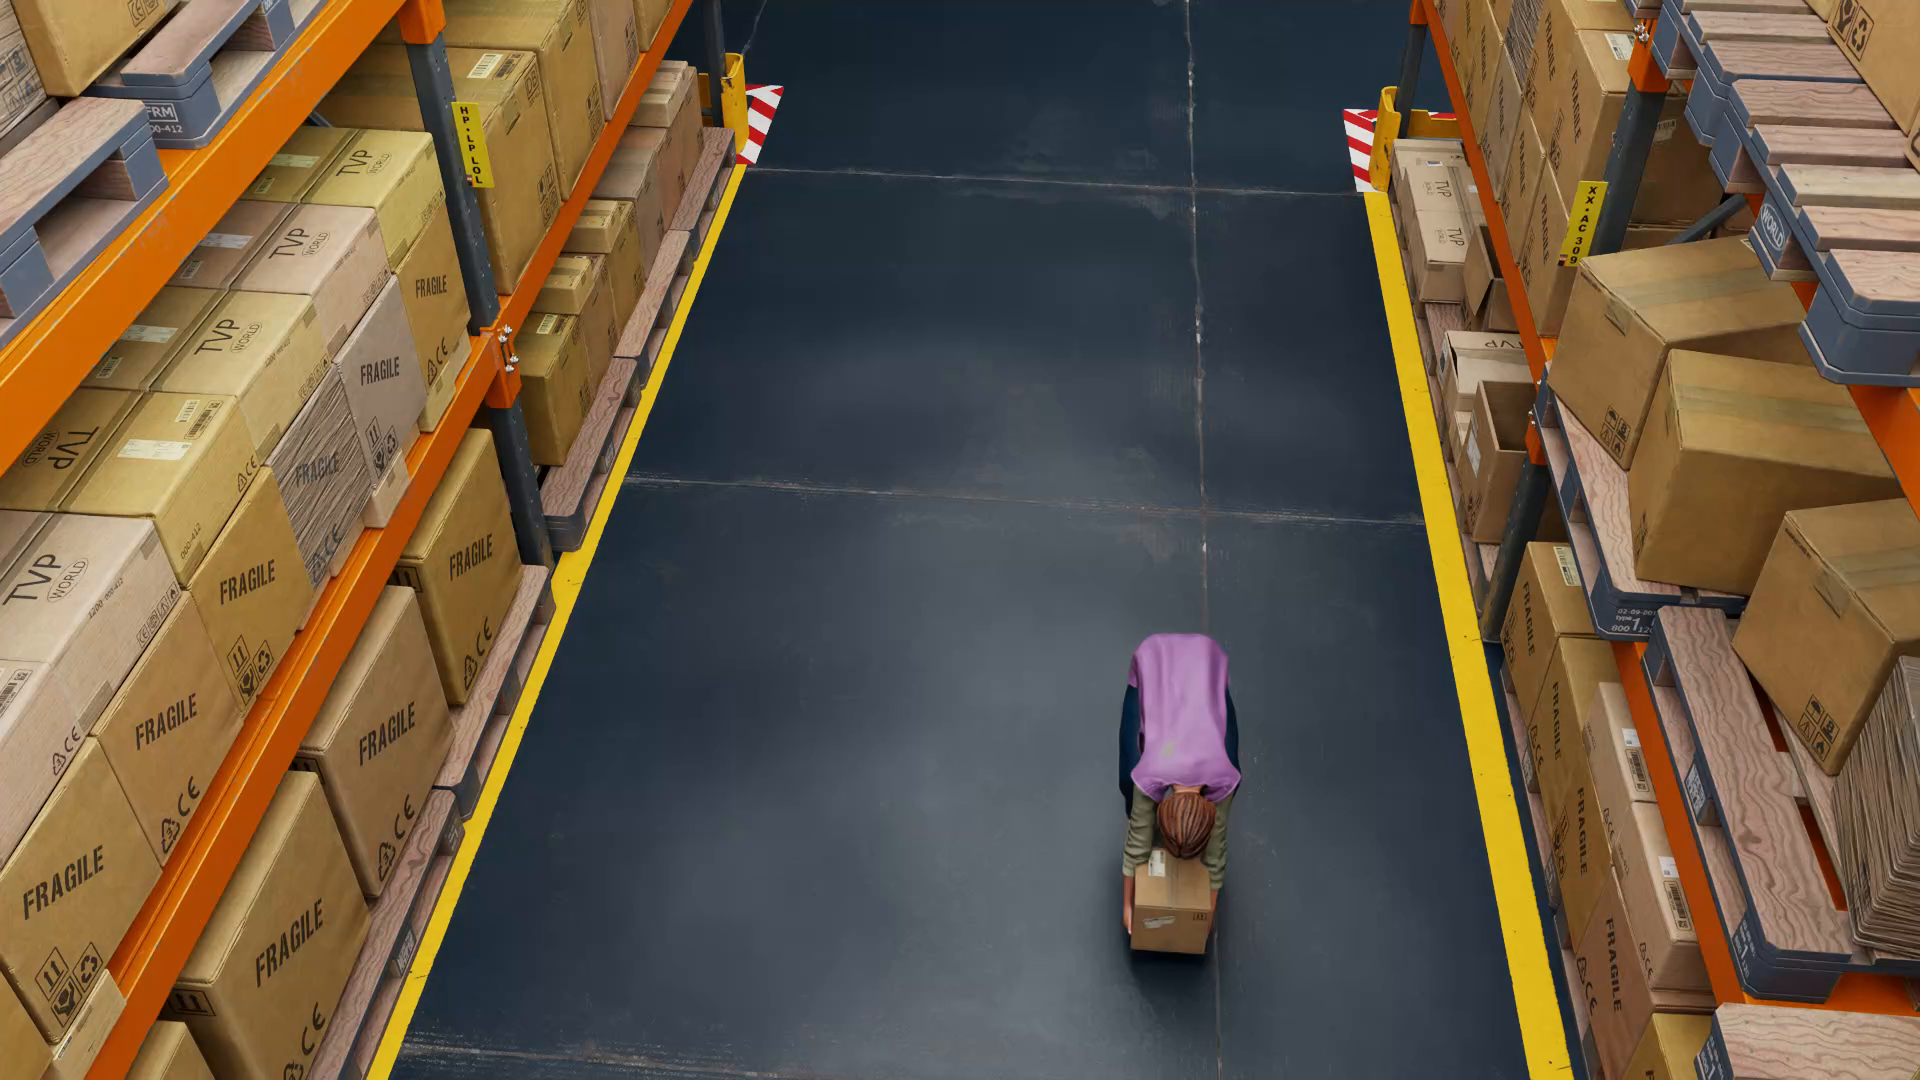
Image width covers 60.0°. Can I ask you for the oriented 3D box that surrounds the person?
[{"bbox_3d":[0.780,0.459,5.640,0.478,1.580,0.346,1,41,1],"label":"person"}]
